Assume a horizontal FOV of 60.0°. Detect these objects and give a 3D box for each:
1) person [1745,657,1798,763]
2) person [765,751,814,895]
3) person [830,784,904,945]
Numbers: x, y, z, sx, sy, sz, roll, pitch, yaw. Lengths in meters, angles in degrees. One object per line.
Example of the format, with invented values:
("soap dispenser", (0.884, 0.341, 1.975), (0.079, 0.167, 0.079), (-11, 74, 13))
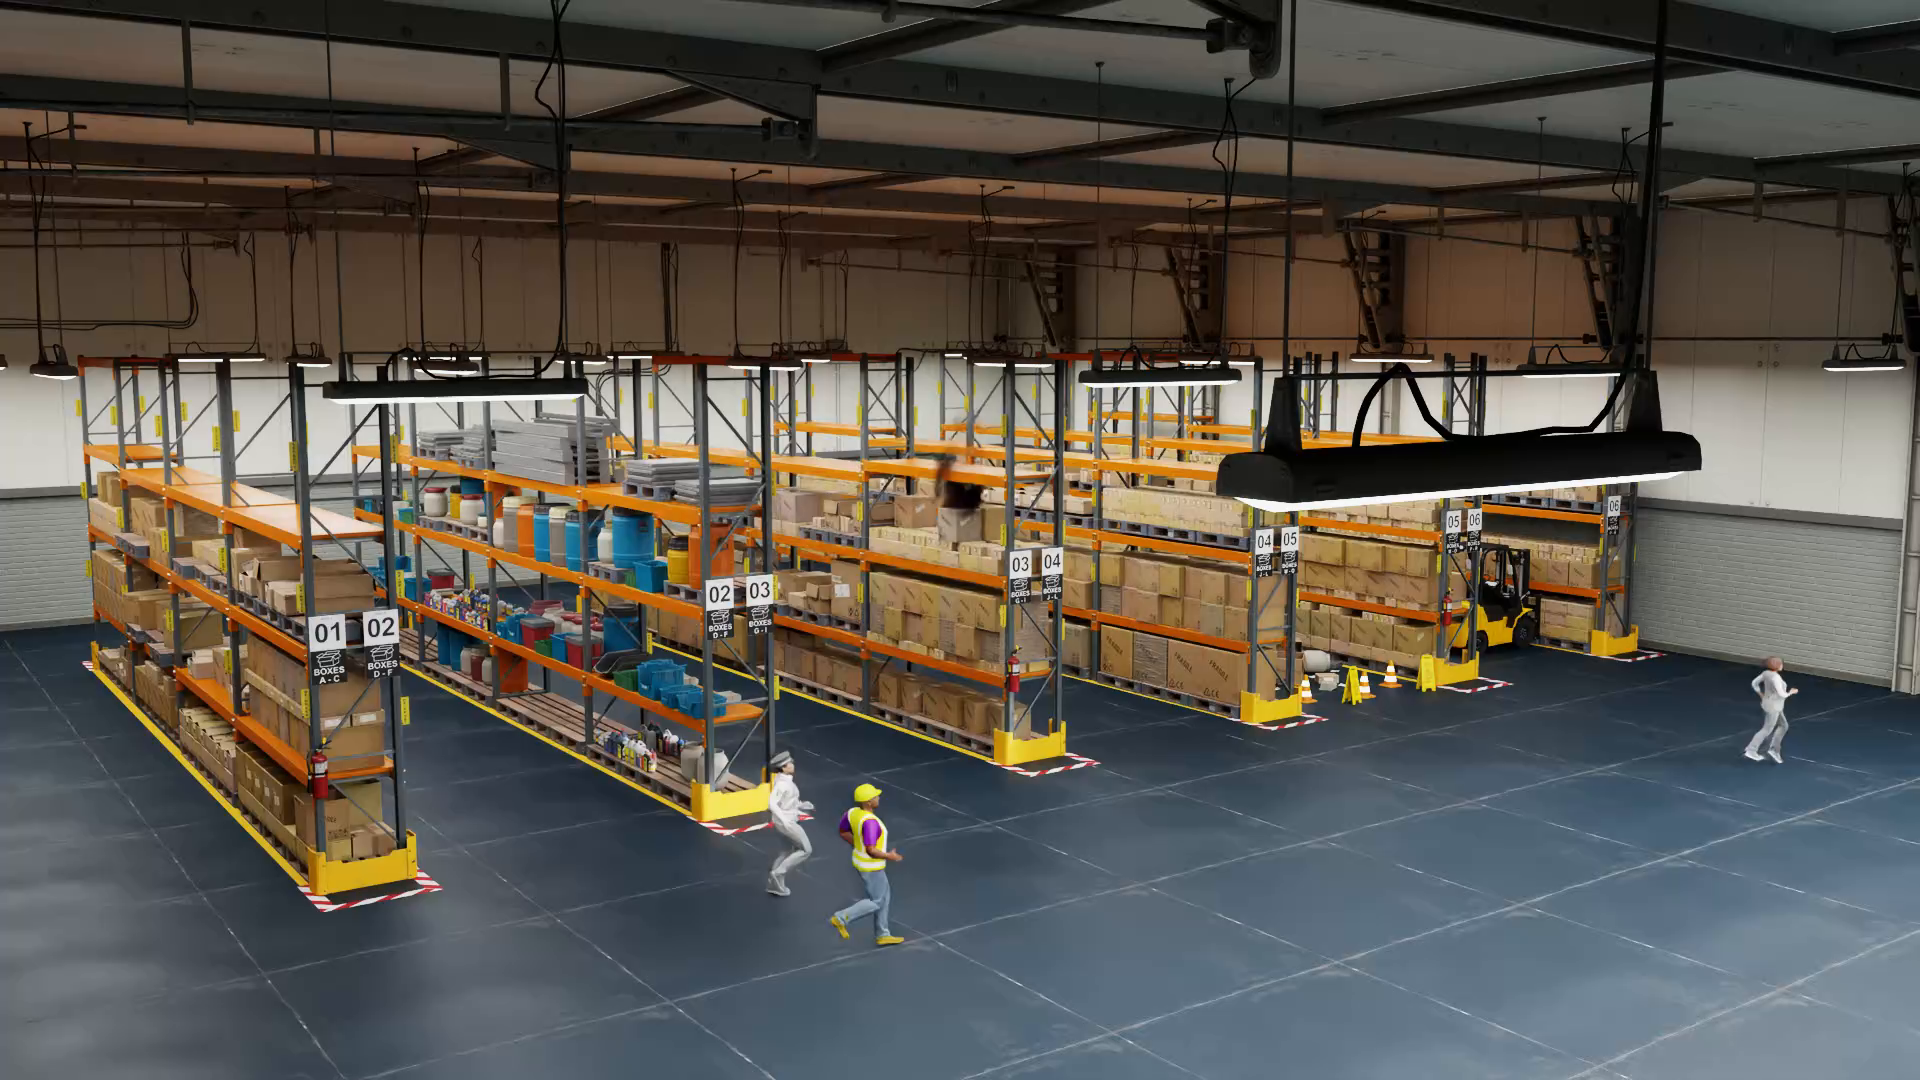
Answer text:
("person", (12.091, 2.541, 24.766), (0.702, 1.641, 0.507), (1, 7, 12))
("person", (-1.937, 3.217, 18.931), (0.574, 1.665, 0.603), (-1, 7, -12))
("person", (-0.979, 3.387, 17.264), (0.831, 1.747, 0.701), (-3, 7, -21))
